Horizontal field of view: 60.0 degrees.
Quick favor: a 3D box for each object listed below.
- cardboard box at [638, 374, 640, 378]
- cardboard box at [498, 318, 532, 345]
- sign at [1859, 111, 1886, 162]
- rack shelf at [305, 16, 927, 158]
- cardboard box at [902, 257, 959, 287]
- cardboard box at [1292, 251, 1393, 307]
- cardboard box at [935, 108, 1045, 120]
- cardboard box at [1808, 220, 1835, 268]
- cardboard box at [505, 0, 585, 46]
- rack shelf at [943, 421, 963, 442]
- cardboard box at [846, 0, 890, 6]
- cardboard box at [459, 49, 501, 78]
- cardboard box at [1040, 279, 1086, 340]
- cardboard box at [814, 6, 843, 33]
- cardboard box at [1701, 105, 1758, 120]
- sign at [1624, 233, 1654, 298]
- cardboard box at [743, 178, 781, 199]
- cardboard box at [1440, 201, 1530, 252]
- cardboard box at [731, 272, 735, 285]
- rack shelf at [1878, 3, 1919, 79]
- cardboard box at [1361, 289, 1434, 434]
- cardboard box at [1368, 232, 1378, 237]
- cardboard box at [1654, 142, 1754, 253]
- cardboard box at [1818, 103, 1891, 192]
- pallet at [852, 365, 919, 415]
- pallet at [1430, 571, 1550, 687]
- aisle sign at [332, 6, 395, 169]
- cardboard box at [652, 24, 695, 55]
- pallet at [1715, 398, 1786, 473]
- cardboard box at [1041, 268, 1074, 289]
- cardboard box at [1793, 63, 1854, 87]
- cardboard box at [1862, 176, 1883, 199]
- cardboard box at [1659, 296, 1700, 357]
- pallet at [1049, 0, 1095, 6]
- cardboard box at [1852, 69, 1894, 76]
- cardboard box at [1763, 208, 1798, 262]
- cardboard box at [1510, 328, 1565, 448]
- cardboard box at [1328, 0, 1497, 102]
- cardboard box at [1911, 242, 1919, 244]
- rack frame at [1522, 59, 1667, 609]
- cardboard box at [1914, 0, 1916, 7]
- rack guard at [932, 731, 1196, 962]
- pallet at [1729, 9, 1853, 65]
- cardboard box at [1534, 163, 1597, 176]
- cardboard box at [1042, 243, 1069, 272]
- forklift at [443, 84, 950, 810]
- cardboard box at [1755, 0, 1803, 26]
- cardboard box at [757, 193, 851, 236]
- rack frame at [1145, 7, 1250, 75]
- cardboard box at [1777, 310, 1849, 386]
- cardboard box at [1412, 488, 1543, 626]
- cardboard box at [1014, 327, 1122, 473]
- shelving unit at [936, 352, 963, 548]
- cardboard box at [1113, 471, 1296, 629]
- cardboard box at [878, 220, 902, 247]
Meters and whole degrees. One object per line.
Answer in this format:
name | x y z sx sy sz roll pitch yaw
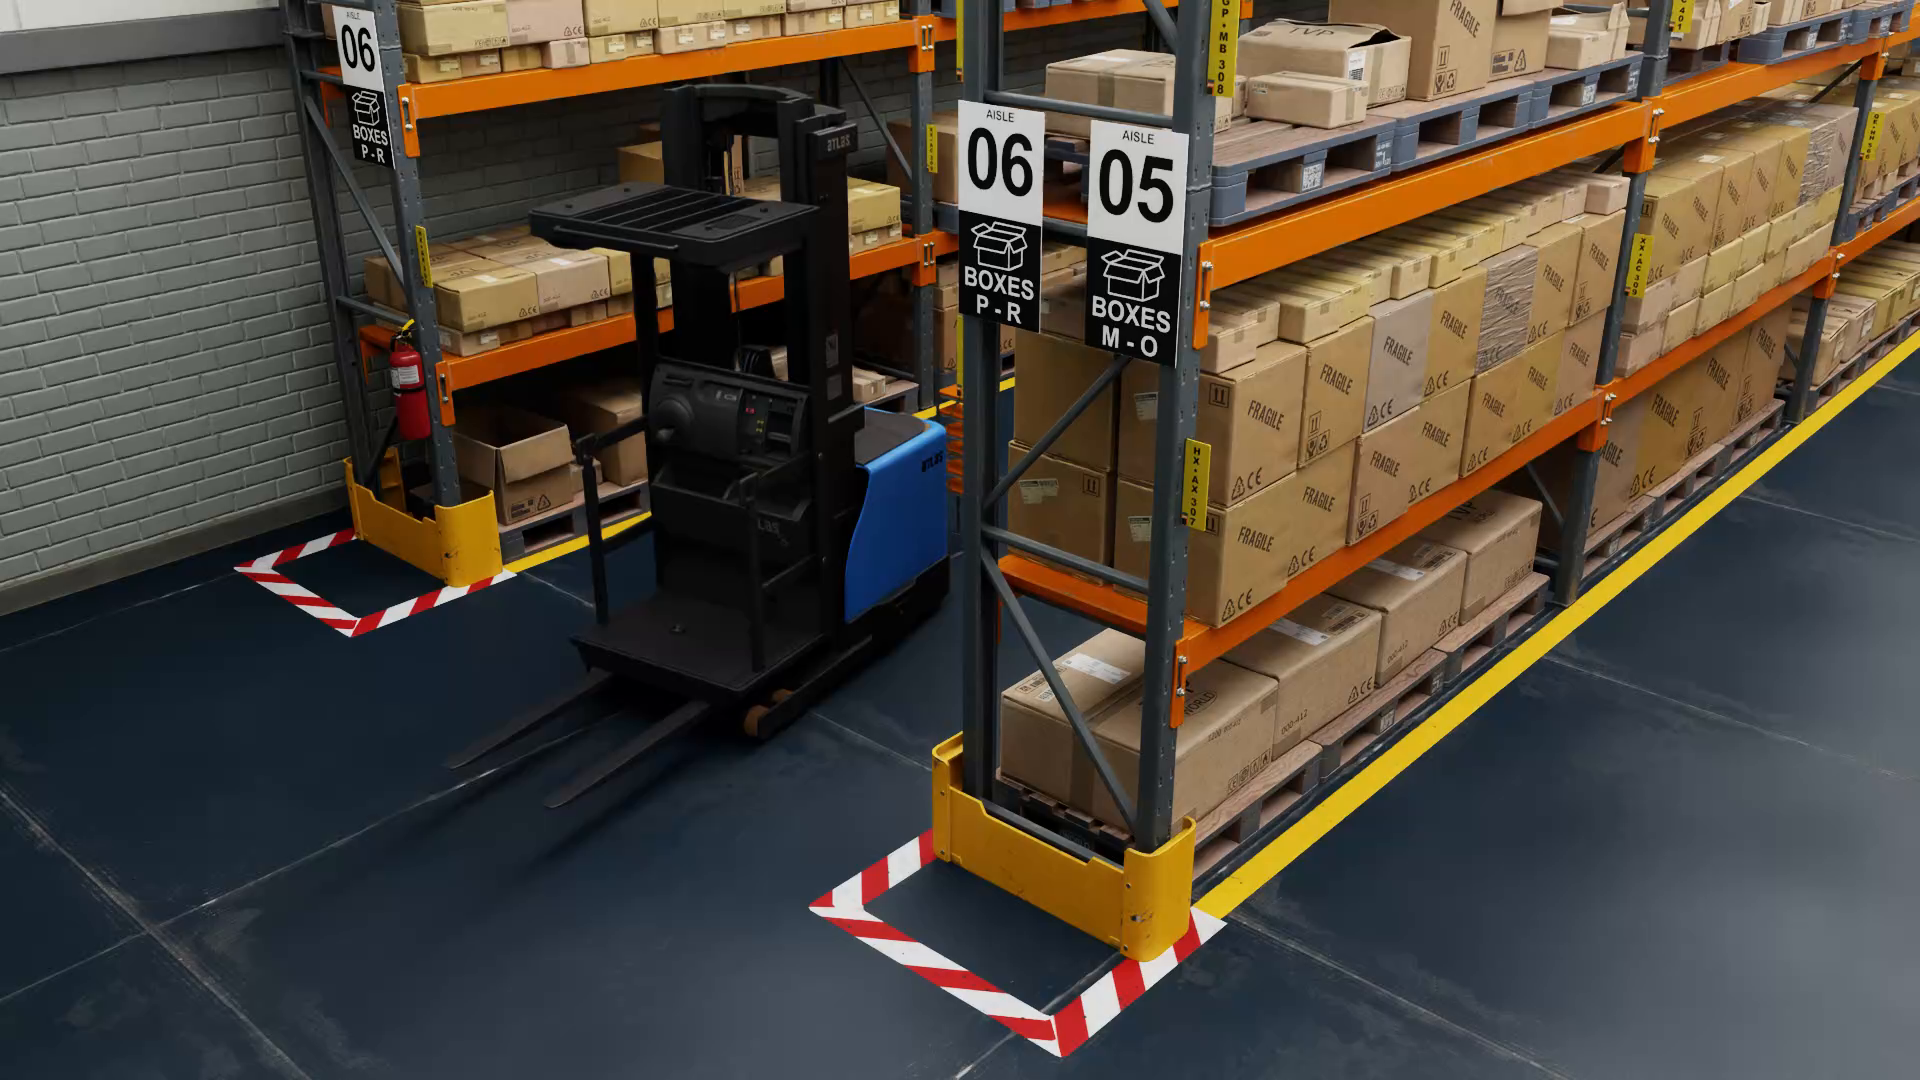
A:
cardboard box | -1.772 -0.864 11.054 0.500 0.500 0.500 21 31 38
cardboard box | -2.719 -1.270 9.723 0.380 0.149 0.250 21 32 39
sign | 6.176 -2.730 11.258 0.100 0.325 0.005 20 31 38
rack shelf | -1.943 -2.919 10.307 1.077 0.370 4.000 20 31 38
cardboard box | -0.216 -2.024 12.483 0.380 0.149 0.250 19 31 37
cardboard box | 1.543 -1.072 6.838 0.380 0.149 0.250 21 31 38
cardboard box | 0.227 -2.969 12.571 0.700 0.500 0.500 21 31 38
cardboard box | 5.616 -2.059 11.359 0.500 0.250 0.500 19 30 36
cardboard box | -2.454 -2.926 9.264 0.500 0.250 0.500 21 32 38
rack shelf | 0.010 -0.621 9.983 0.258 0.103 0.180 20 31 38
cardboard box | -0.743 -3.709 11.008 0.500 0.250 0.500 20 31 38
cardboard box | -2.736 -2.644 9.121 0.380 0.149 0.250 21 31 38
cardboard box | 0.512 -0.877 6.402 0.380 0.149 0.250 21 31 38
cardboard box | -0.979 -3.399 10.805 0.380 0.149 0.250 21 32 39
cardboard box | 4.925 -2.617 11.076 0.500 0.500 0.500 20 31 38
sign | 3.505 -1.414 8.582 0.100 0.325 0.005 20 31 38
cardboard box | -1.469 -2.323 11.585 0.500 0.250 0.500 20 31 37
cardboard box | 2.396 -1.459 7.700 0.380 0.149 0.250 20 31 37
cardboard box | -1.676 -1.742 10.776 0.380 0.149 0.250 20 31 37
rack shelf | 7.095 -4.002 12.723 1.077 0.370 4.000 20 31 38
cardboard box | 1.631 -0.804 7.032 0.500 0.500 0.500 20 31 37
cardboard box | 1.872 -1.503 7.800 0.380 0.149 0.250 20 31 37
cardboard box | 4.254 -2.006 9.713 0.500 0.500 0.500 19 31 36
cardboard box | 6.233 -2.799 11.828 0.500 0.500 0.500 19 30 36
pallet | -1.067 -1.007 12.237 1.003 0.211 1.213 20 31 38
pallet | 2.525 0.349 9.214 1.003 0.211 1.213 20 31 38
aisle sign | -3.104 -2.355 8.658 0.394 0.787 0.004 20 31 38
cardboard box | -1.796 -2.998 9.910 0.380 0.149 0.250 20 31 38
pallet | 5.178 -0.860 11.911 1.003 0.211 1.213 20 31 38
cardboard box | 0.567 -1.941 13.454 0.500 0.500 0.500 19 30 36
cardboard box | 6.642 -3.597 12.814 0.380 0.149 0.250 18 30 35
cardboard box | 6.547 -2.625 12.233 0.380 0.149 0.250 18 30 34
cardboard box | 3.925 -1.285 9.634 0.500 0.250 0.500 19 31 36
pallet | 0.569 -4.267 12.664 1.213 0.211 1.003 20 31 38
cardboard box | 7.230 -3.580 13.569 0.500 0.500 0.500 20 31 37
cardboard box | 4.961 -1.976 10.564 0.500 0.250 0.500 19 30 36
cardboard box | 2.633 -0.810 8.268 0.500 0.500 0.500 19 31 36
cardboard box | 1.879 -2.140 6.932 0.500 0.500 0.500 21 31 38
cardboard box | 9.025 -2.614 15.262 0.500 0.250 0.500 18 30 35
rack frame | 3.091 -1.134 9.112 1.000 3.000 0.127 20 31 38
cardboard box | 6.401 -4.053 11.834 0.700 0.500 0.500 20 31 38
rack guard | 0.405 1.233 6.889 1.175 0.500 0.348 20 31 38
pallet | 4.626 -3.083 10.024 1.003 0.211 1.213 22 32 40
cardboard box | 3.202 -1.840 9.344 0.500 0.500 0.500 21 32 39
cardboard box | 0.654 -2.287 13.433 0.380 0.149 0.250 22 32 39
forklift | -1.250 -0.581 7.964 1.130 2.935 3.031 14 28 28
cardboard box | 4.571 -3.094 9.469 0.258 0.266 0.396 -21 32 -39
cardboard box | -1.090 -2.177 11.258 0.500 0.250 0.500 20 31 38
rack frame | 2.062 -3.707 14.851 1.000 3.000 0.127 20 31 38
cardboard box | 6.145 -1.514 12.660 0.950 0.372 0.625 18 30 34
cardboard box | 2.592 0.006 9.189 0.875 0.438 0.875 20 31 37
cardboard box | 0.566 -0.629 6.642 0.500 0.500 0.500 21 32 39
shelving unit | 0.010 -0.552 10.014 0.258 1.200 0.189 20 31 38
cardboard box | 0.955 -0.029 6.525 0.500 0.500 0.500 20 31 37
cardboard box | -0.633 -2.207 11.814 0.380 0.149 0.250 21 31 38
